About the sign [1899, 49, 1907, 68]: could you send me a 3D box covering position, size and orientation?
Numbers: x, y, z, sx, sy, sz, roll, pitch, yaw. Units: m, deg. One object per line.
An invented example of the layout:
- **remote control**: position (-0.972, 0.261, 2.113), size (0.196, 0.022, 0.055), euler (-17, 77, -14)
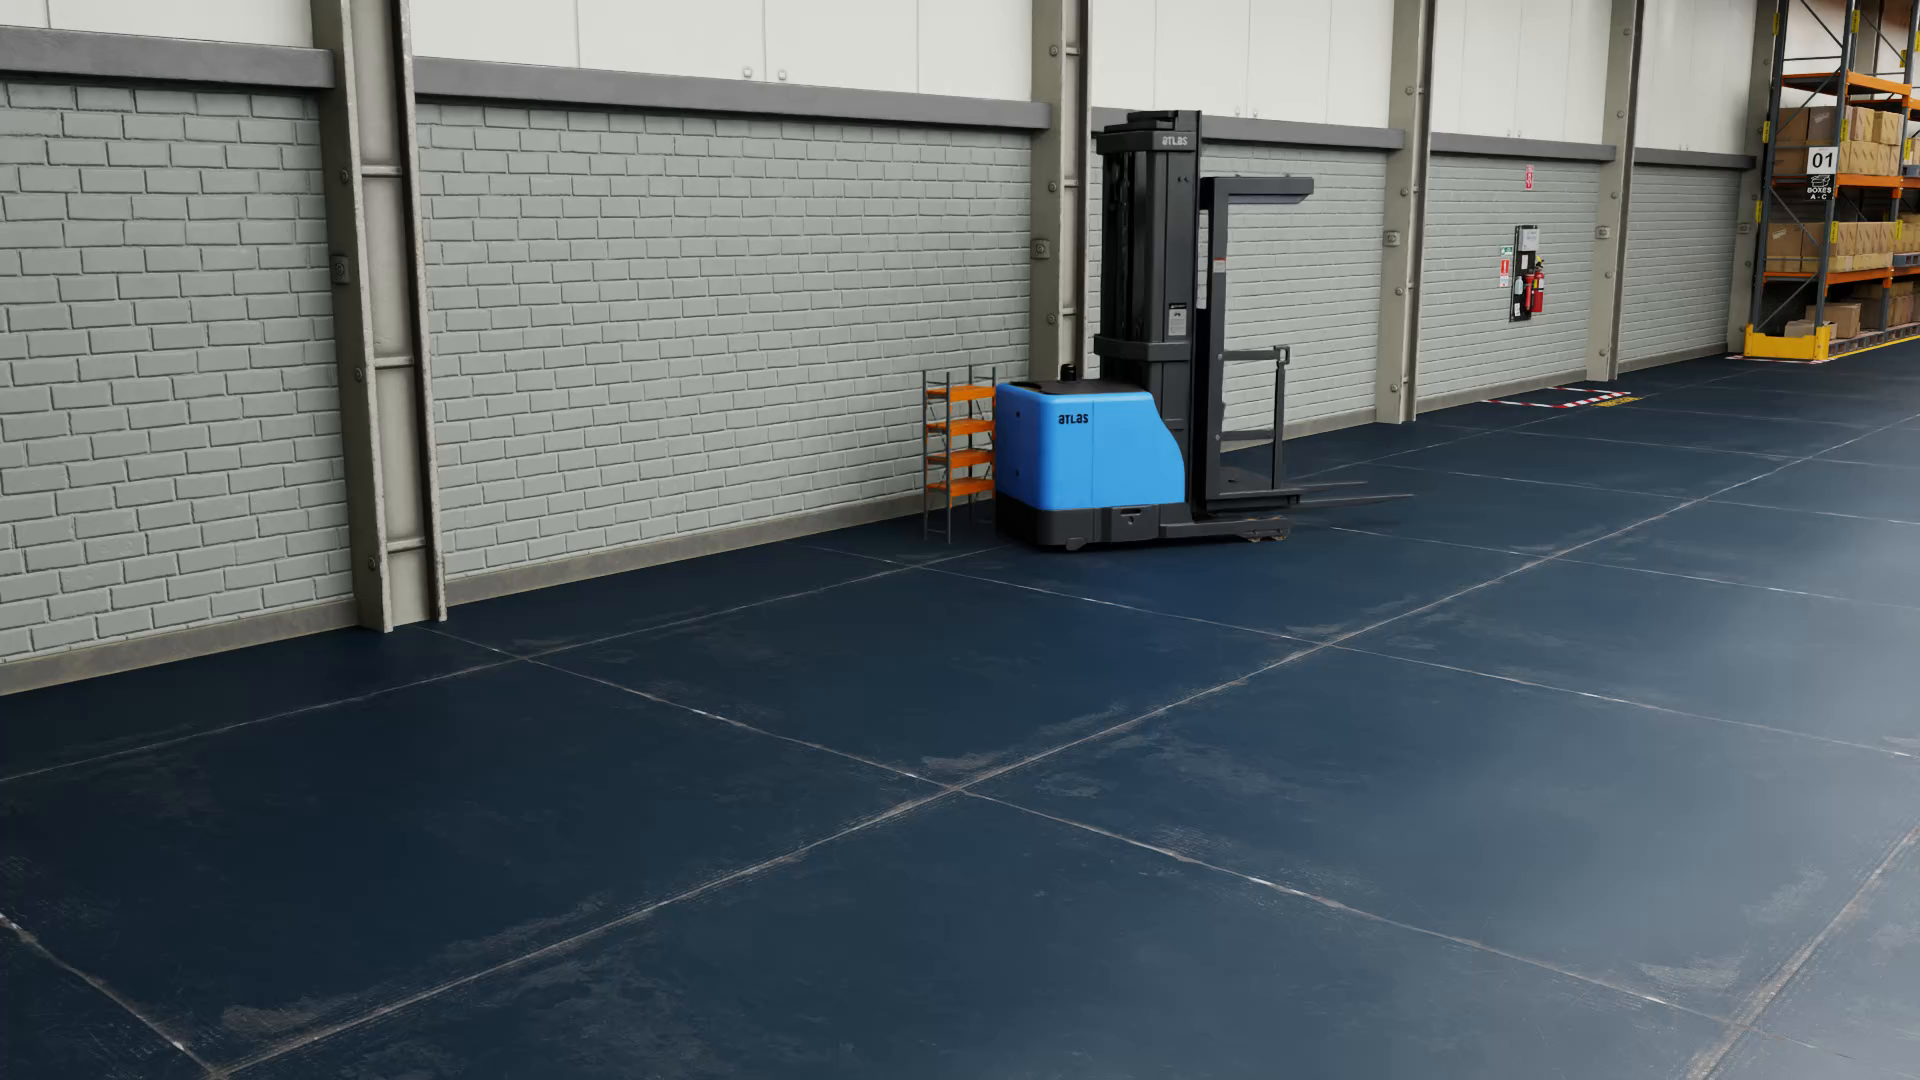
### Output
- **sign**: position (17.736, -9.051, 31.265), size (0.100, 0.325, 0.005), euler (10, 15, 40)

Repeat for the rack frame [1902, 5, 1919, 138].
- **rack frame**: position (18.156, -8.444, 31.015), size (1.000, 3.000, 0.127), euler (10, 15, 40)

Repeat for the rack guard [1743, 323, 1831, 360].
- **rack guard**: position (12.925, -3.111, 26.011), size (1.175, 0.500, 0.348), euler (10, 15, 40)

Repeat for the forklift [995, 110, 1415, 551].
- **forklift**: position (1.807, -1.515, 11.814), size (3.031, 2.935, 1.130), euler (-4, 12, -18)

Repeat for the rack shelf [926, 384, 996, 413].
- **rack shelf**: position (-0.002, -0.990, 11.600), size (0.258, 0.148, 0.480), euler (10, 15, 40)

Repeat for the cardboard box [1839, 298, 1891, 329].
- **cardboard box**: position (15.989, -4.014, 29.411), size (0.700, 0.500, 0.500), euler (10, 15, 42)

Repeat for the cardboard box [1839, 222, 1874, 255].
- **cardboard box**: position (14.427, -4.885, 26.928), size (0.500, 0.500, 0.500), euler (10, 15, 42)

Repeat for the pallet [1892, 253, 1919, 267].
- **pallet**: position (16.129, -4.914, 29.144), size (1.003, 0.211, 1.213), euler (10, 15, 40)

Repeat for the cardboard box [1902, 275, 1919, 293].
- **cardboard box**: position (18.740, -4.746, 32.229), size (0.750, 0.750, 0.750), euler (10, 15, 40)

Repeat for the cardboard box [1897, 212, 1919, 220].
- **cardboard box**: position (18.260, -6.175, 31.990), size (0.500, 0.250, 0.500), euler (10, 15, 42)

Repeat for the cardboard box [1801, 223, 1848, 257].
- **cardboard box**: position (13.416, -4.661, 25.806), size (0.500, 0.500, 0.500), euler (10, 15, 40)

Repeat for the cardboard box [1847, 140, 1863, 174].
- **cardboard box**: position (13.665, -5.947, 25.861), size (0.500, 0.500, 0.500), euler (-11, 16, -44)

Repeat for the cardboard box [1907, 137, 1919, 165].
- **cardboard box**: position (16.750, -6.892, 29.571), size (0.500, 0.500, 0.500), euler (9, 14, 38)

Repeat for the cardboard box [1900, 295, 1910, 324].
- **cardboard box**: position (16.985, -4.242, 30.552), size (0.700, 0.500, 0.500), euler (10, 15, 40)

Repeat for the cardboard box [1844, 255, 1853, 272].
- **cardboard box**: position (13.767, -4.371, 26.268), size (0.500, 0.250, 0.500), euler (9, 15, 39)

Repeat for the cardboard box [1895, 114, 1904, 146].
- **cardboard box**: position (15.388, -6.825, 27.708), size (0.500, 0.500, 0.500), euler (8, 14, 36)

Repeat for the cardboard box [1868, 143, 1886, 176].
- **cardboard box**: position (14.687, -6.178, 27.022), size (0.500, 0.500, 0.500), euler (9, 14, 38)

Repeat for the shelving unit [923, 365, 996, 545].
- **shelving unit**: position (-0.002, -0.605, 11.677), size (0.258, 1.200, 0.503), euler (10, 15, 40)

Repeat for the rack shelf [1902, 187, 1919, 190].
- **rack shelf**: position (19.476, -6.915, 32.853), size (1.077, 0.370, 4.000), euler (10, 15, 40)

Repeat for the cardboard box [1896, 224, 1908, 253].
- **cardboard box**: position (16.251, -5.331, 29.363), size (0.500, 0.500, 0.700), euler (-10, 15, -42)

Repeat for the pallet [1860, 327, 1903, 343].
- **pallet**: position (16.028, -3.661, 29.504), size (1.003, 0.211, 1.213), euler (10, 15, 40)

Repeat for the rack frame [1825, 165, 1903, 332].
- **rack frame**: position (15.515, -4.914, 28.656), size (1.000, 3.000, 0.127), euler (10, 15, 40)

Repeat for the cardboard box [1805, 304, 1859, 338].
- **cardboard box**: position (14.297, -3.591, 27.291), size (0.700, 0.500, 0.500), euler (9, 14, 37)

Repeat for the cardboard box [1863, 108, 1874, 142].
- **cardboard box**: position (14.011, -6.515, 26.154), size (0.500, 0.500, 0.500), euler (10, 15, 42)

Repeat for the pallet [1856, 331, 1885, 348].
- **pallet**: position (15.098, -3.443, 28.412), size (1.003, 0.211, 1.213), euler (10, 15, 40)

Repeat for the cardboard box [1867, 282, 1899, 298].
- **cardboard box**: position (16.617, -4.524, 30.050), size (0.500, 0.250, 0.500), euler (9, 15, 39)

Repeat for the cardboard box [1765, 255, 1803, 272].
- **cardboard box**: position (13.038, -4.356, 26.192), size (0.500, 0.250, 0.500), euler (10, 15, 41)

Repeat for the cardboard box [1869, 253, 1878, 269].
- **cardboard box**: position (14.775, -4.593, 27.382), size (0.500, 0.250, 0.500), euler (10, 15, 40)

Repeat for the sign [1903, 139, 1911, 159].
- **sign**: position (15.928, -6.570, 27.966), size (0.100, 0.325, 0.005), euler (10, 15, 40)

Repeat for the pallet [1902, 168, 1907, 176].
- **pallet**: position (16.685, -6.523, 29.533), size (1.213, 0.211, 1.003), euler (10, 15, 40)

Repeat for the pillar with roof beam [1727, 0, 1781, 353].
- **pillar with roof beam**: position (15.921, -6.926, 23.411), size (9.100, 9.000, 0.400), euler (10, 15, 40)

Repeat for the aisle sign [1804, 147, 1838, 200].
- **aisle sign**: position (13.053, -5.551, 25.208), size (0.394, 0.787, 0.004), euler (10, 15, 40)

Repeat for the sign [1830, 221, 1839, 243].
- **sign**: position (13.282, -4.680, 25.274), size (0.100, 0.325, 0.005), euler (10, 15, 40)

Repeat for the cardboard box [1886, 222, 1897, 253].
- **cardboard box**: position (15.435, -5.109, 28.047), size (0.500, 0.500, 0.500), euler (10, 15, 40)

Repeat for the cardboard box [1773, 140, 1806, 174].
- **cardboard box**: position (12.960, -5.949, 25.876), size (0.500, 0.500, 0.500), euler (-11, 16, -43)

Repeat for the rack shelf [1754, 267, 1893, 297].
- **rack shelf**: position (14.195, -4.267, 27.253), size (1.077, 0.370, 4.000), euler (10, 15, 40)

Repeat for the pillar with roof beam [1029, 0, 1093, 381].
- **pillar with roof beam**: position (4.039, -4.277, 10.152), size (9.100, 9.000, 0.400), euler (10, 15, 40)

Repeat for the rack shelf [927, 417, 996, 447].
- **rack shelf**: position (-0.002, -0.758, 11.646), size (0.258, 0.148, 0.480), euler (10, 15, 40)

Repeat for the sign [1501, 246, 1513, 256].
- **sign**: position (6.634, -3.508, 20.172), size (0.001, 0.109, 0.331), euler (10, 15, 40)

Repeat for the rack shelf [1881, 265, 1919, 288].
- **rack shelf**: position (16.835, -4.856, 30.200), size (1.077, 0.370, 4.000), euler (10, 15, 40)
